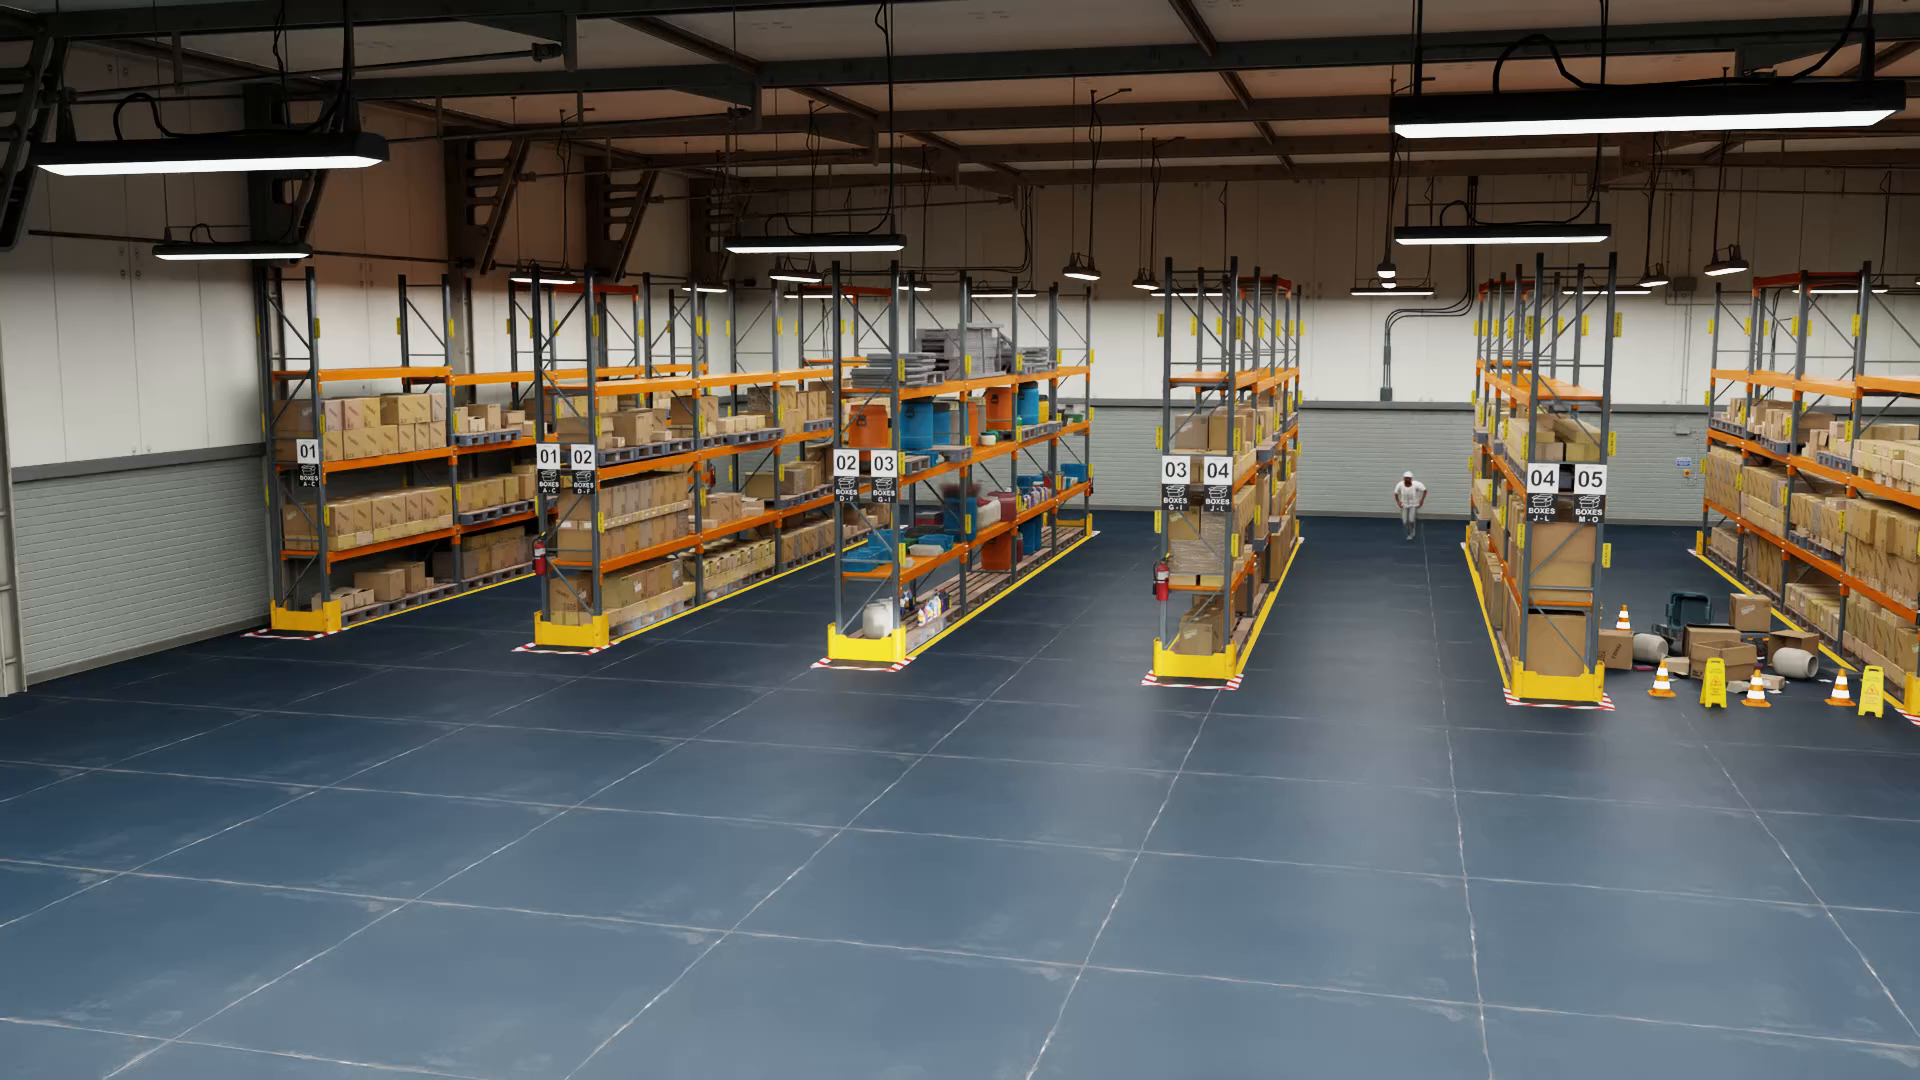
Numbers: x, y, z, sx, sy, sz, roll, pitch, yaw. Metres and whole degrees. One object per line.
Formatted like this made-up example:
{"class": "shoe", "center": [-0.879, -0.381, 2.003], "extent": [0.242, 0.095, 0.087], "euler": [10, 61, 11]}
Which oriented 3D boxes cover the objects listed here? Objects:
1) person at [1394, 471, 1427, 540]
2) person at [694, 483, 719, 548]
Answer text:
{"class": "person", "center": [10.664, -0.813, 39.390], "extent": [0.743, 1.658, 0.723], "euler": [4, 8, 26]}
{"class": "person", "center": [-5.435, -0.363, 35.418], "extent": [0.625, 1.699, 1.062], "euler": [2, 7, 12]}
